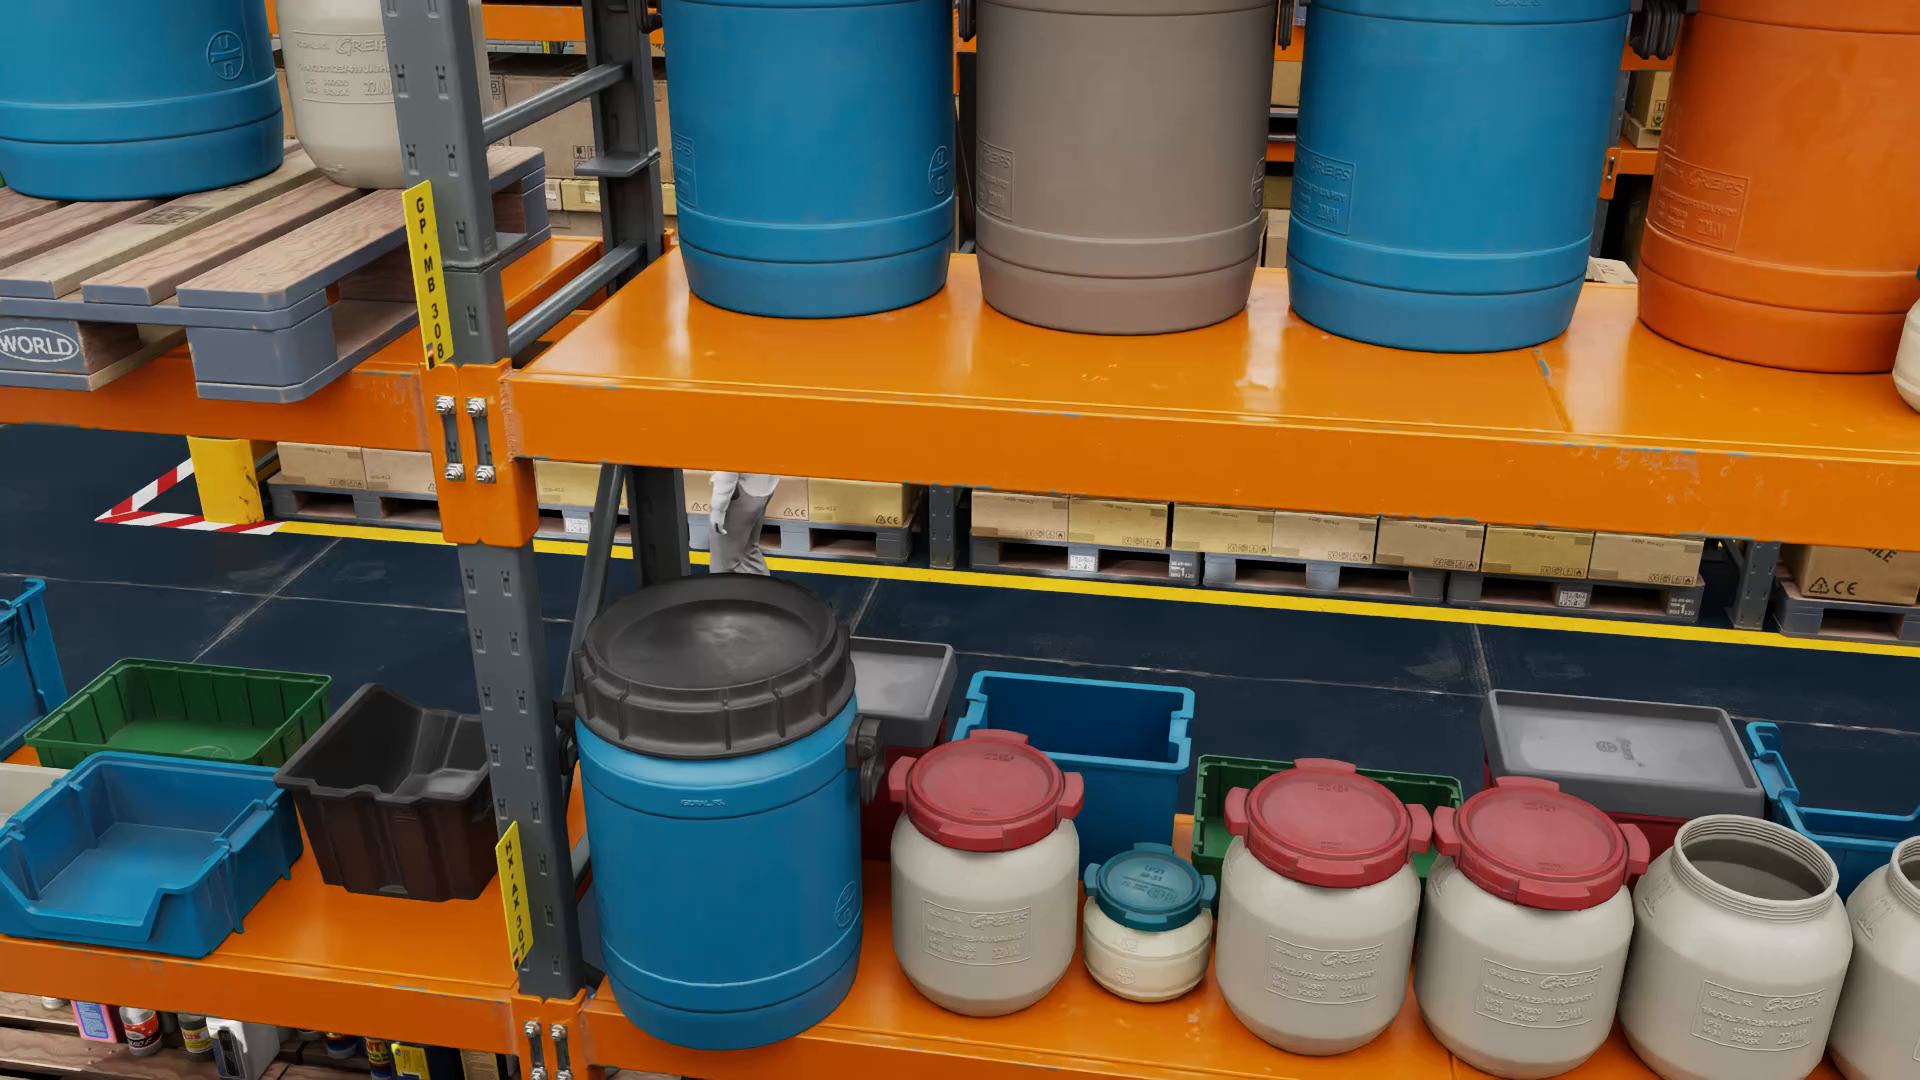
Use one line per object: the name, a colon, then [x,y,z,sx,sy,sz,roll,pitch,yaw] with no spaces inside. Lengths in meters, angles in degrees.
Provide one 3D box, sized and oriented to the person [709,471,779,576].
person: [-1.036,-0.226,7.588,0.411,1.662,0.526,4,25,7]
